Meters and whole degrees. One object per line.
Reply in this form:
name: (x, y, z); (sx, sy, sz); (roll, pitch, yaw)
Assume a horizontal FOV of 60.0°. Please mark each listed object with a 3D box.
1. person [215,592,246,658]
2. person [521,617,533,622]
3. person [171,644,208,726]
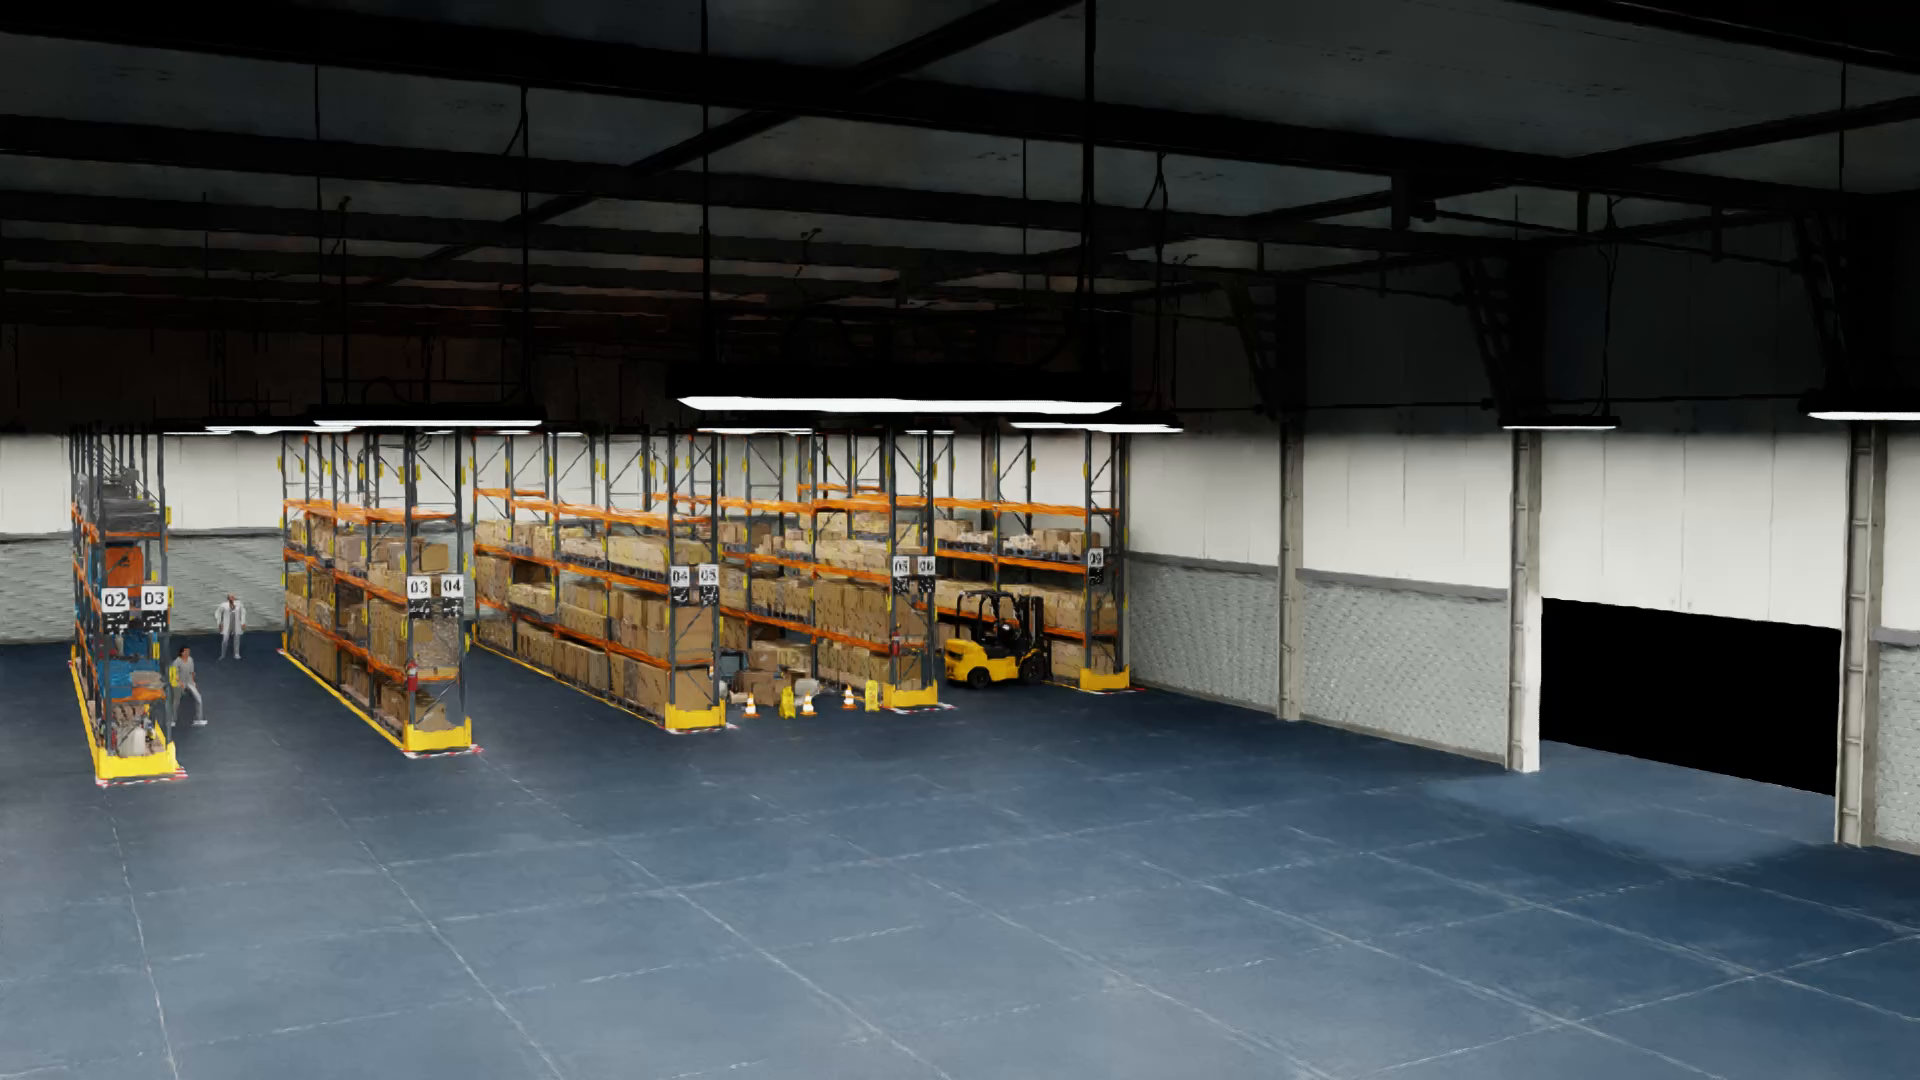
person: (-18.852, 2.257, 43.005); (0.729, 1.631, 0.546); (-2, 4, -31)
person: (-12.706, 1.846, 48.739); (0.698, 1.712, 0.466); (2, 4, 30)
person: (-15.370, 2.869, 32.953); (0.733, 1.624, 0.575); (3, 4, 37)
